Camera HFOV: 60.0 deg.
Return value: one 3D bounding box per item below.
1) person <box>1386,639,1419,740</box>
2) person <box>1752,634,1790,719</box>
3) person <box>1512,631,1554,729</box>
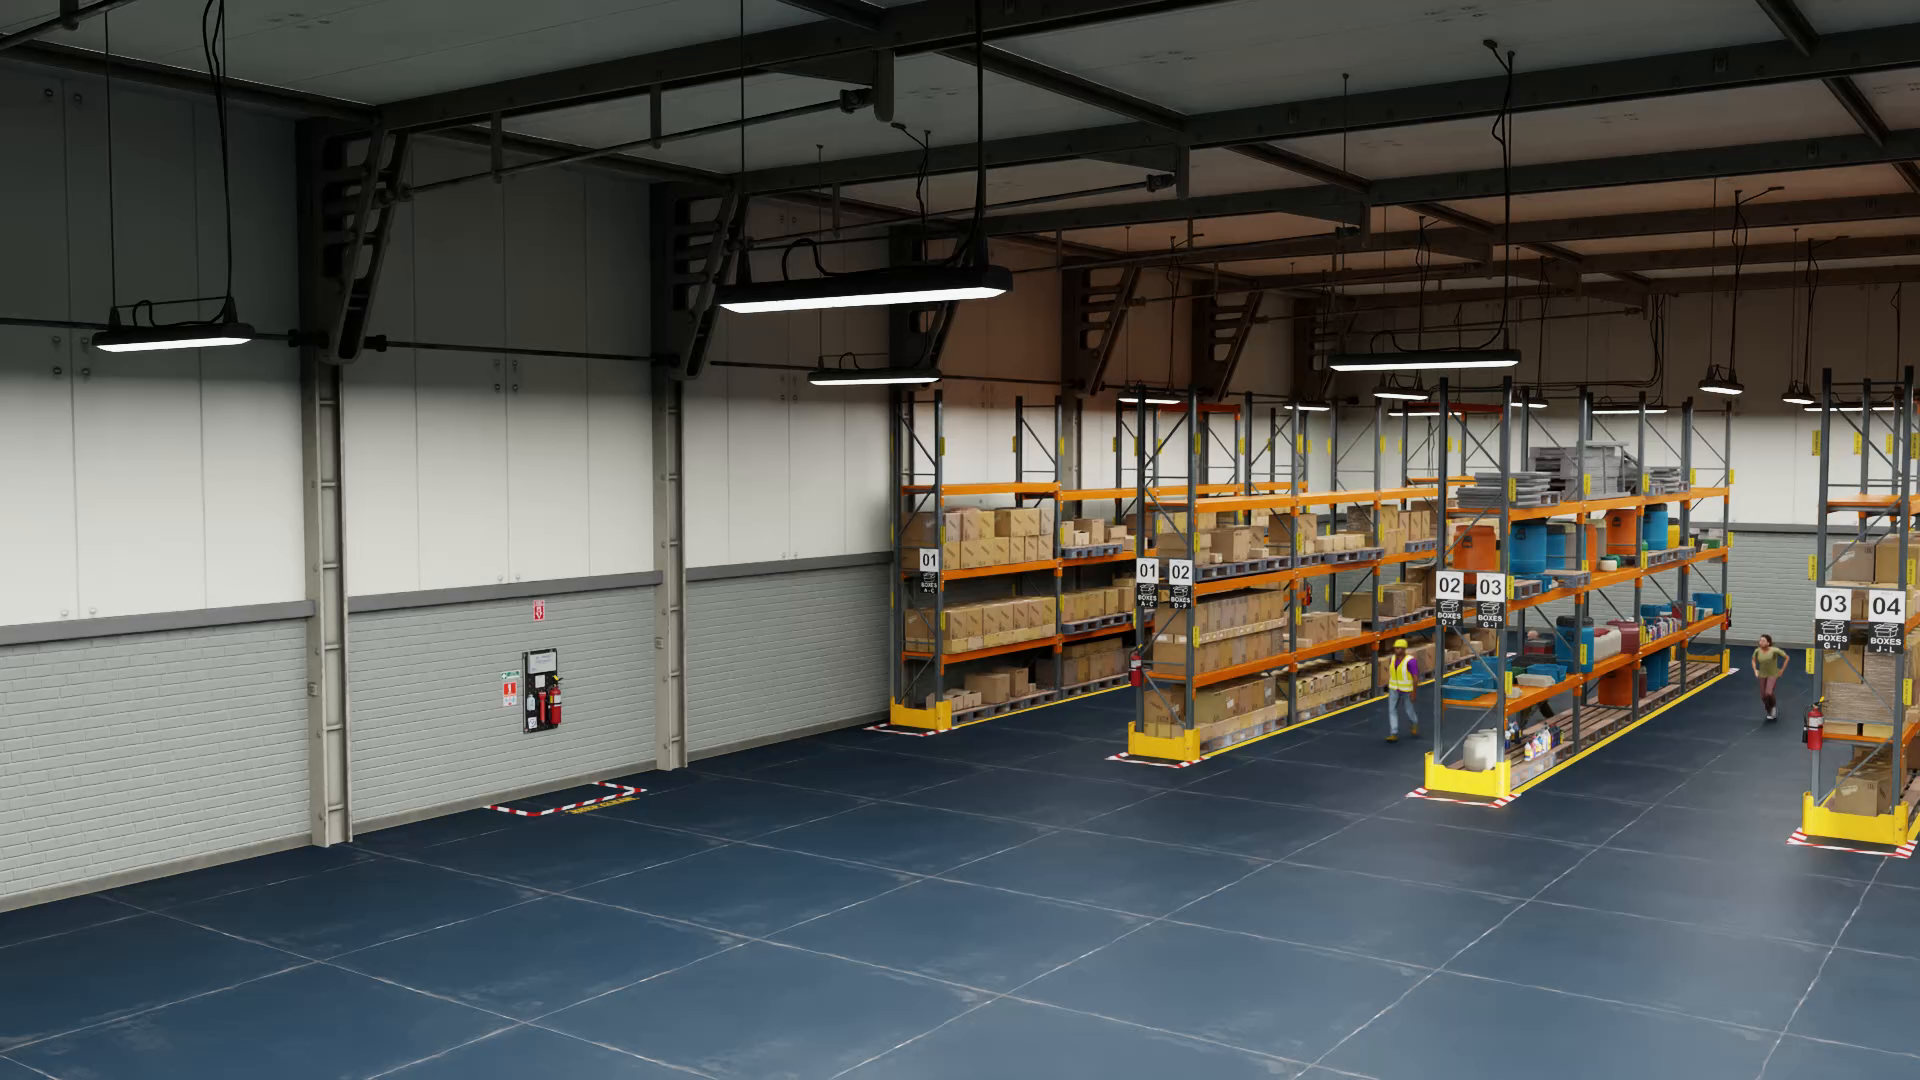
[{"bbox_3d":[7.579,2.541,28.338,0.542,1.725,0.943,2,4,32],"label":"person"},{"bbox_3d":[14.842,2.502,30.439,0.627,1.579,0.672,3,4,44],"label":"person"},{"bbox_3d":[10.157,2.460,29.494,1.207,1.715,0.634,-1,4,-24],"label":"person"}]
